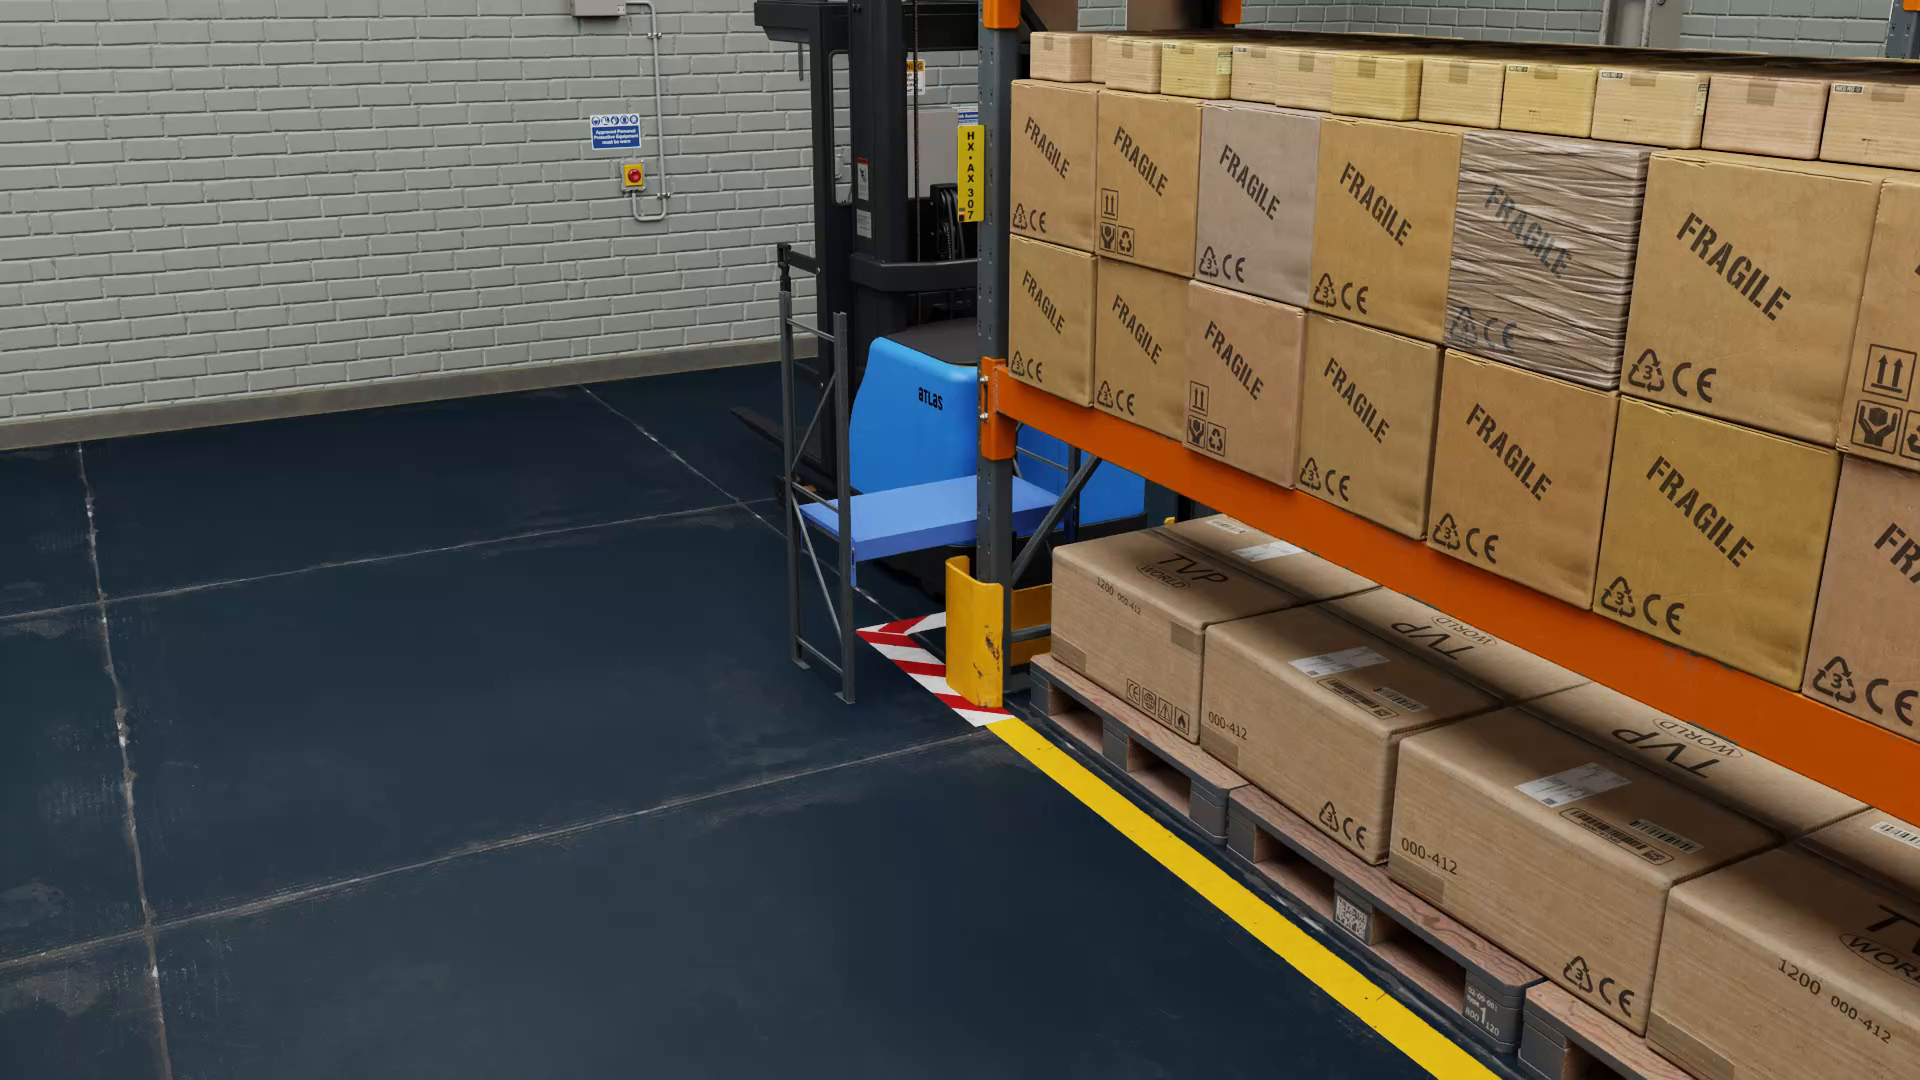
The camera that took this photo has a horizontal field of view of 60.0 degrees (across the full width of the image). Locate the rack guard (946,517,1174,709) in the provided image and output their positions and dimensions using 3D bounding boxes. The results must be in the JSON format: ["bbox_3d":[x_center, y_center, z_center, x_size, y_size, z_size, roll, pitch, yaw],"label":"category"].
[{"bbox_3d":[0.518,0.270,6.583,1.175,0.500,0.348,-10,21,-27],"label":"rack guard"}]

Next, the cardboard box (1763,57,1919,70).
[{"bbox_3d":[2.048,-1.014,3.790,0.380,0.149,0.250,-11,22,-28],"label":"cardboard box"}]

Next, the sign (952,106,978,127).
[{"bbox_3d":[0.085,-2.895,12.067,0.329,0.494,0.001,-10,21,-27],"label":"sign"}]

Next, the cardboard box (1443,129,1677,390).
[{"bbox_3d":[1.478,-0.661,3.762,0.500,0.500,0.500,-10,21,-26],"label":"cardboard box"}]

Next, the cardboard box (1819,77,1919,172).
[{"bbox_3d":[1.863,-0.788,3.136,0.380,0.149,0.250,-10,21,-27],"label":"cardboard box"}]

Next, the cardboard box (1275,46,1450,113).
[{"bbox_3d":[1.057,-1.212,4.365,0.380,0.149,0.250,-10,21,-26],"label":"cardboard box"}]

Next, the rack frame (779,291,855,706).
[{"bbox_3d":[-0.539,-0.153,6.275,0.032,1.500,0.500,-11,22,-29],"label":"rack frame"}]

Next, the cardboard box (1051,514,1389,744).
[{"bbox_3d":[0.931,0.282,6.001,0.875,0.438,0.875,-11,22,-28],"label":"cardboard box"}]

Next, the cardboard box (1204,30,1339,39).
[{"bbox_3d":[1.018,-1.590,5.461,0.380,0.149,0.250,-10,21,-26],"label":"cardboard box"}]

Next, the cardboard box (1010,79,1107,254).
[{"bbox_3d":[0.506,-1.243,5.449,0.500,0.500,0.500,-11,22,-28],"label":"cardboard box"}]

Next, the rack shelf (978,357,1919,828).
[{"bbox_3d":[1.479,0.009,4.609,1.077,0.370,4.000,-10,21,-27],"label":"rack shelf"}]

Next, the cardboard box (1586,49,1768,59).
[{"bbox_3d":[1.800,-1.154,4.197,0.380,0.149,0.250,-10,21,-26],"label":"cardboard box"}]

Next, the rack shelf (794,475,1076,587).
[{"bbox_3d":[-0.102,-0.068,6.579,1.000,0.185,0.538,-11,22,-29],"label":"rack shelf"}]

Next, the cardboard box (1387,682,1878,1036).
[{"bbox_3d":[1.799,0.802,4.492,0.875,0.438,0.875,-11,22,-28],"label":"cardboard box"}]

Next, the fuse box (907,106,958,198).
[{"bbox_3d":[-0.251,-2.194,11.868,0.539,1.711,0.414,-10,21,-27],"label":"fuse box"}]

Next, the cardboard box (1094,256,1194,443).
[{"bbox_3d":[0.769,-0.629,5.203,0.500,0.500,0.500,-10,22,-27],"label":"cardboard box"}]

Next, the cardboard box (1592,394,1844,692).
[{"bbox_3d":[1.734,-0.044,3.508,0.500,0.500,0.500,-11,22,-28],"label":"cardboard box"}]

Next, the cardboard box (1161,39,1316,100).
[{"bbox_3d":[0.805,-1.357,4.786,0.380,0.149,0.250,-11,22,-28],"label":"cardboard box"}]

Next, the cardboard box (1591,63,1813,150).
[{"bbox_3d":[1.576,-0.924,3.530,0.380,0.149,0.250,-10,21,-27],"label":"cardboard box"}]

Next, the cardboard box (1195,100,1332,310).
[{"bbox_3d":[1.009,-0.949,4.597,0.500,0.500,0.500,-10,21,-27],"label":"cardboard box"}]

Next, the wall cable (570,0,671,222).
[{"bbox_3d":[-2.169,-3.015,10.665,0.585,1.953,0.123,-10,21,-27],"label":"wall cable"}]

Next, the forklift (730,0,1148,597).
[{"bbox_3d":[-0.305,-1.563,8.168,1.130,2.935,3.031,-10,22,-28],"label":"forklift"}]

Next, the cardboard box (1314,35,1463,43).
[{"bbox_3d":[1.298,-1.451,5.056,0.380,0.149,0.250,-9,21,-25],"label":"cardboard box"}]

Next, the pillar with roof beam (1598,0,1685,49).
[{"bbox_3d":[0.620,-4.758,8.123,9.100,9.000,0.400,-10,21,-27],"label":"pillar with roof beam"}]

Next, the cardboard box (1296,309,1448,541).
[{"bbox_3d":[1.247,-0.339,4.362,0.500,0.500,0.500,-9,21,-25],"label":"cardboard box"}]

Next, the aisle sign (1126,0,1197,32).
[{"bbox_3d":[0.768,-2.203,5.930,0.394,0.787,0.004,-10,21,-27],"label":"aisle sign"}]

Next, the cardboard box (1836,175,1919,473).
[{"bbox_3d":[1.962,-0.369,2.917,0.500,0.500,0.500,-10,21,-27],"label":"cardboard box"}]

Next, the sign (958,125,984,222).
[{"bbox_3d":[0.038,-1.267,5.757,0.100,0.325,0.005,-10,21,-27],"label":"sign"}]

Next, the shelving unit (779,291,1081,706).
[{"bbox_3d":[-0.102,-0.238,6.520,1.048,1.500,0.538,-11,22,-29],"label":"shelving unit"}]

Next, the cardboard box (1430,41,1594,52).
[{"bbox_3d":[1.530,-1.302,4.625,0.380,0.149,0.250,-9,21,-25],"label":"cardboard box"}]

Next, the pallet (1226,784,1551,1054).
[{"bbox_3d":[1.553,0.980,4.967,1.003,0.211,1.213,-10,21,-27],"label":"pallet"}]

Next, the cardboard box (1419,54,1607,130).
[{"bbox_3d":[1.321,-1.067,3.946,0.380,0.149,0.250,-10,21,-27],"label":"cardboard box"}]

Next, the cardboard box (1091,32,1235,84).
[{"bbox_3d":[0.641,-1.523,5.265,0.380,0.149,0.250,-9,21,-25],"label":"cardboard box"}]

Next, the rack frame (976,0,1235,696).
[{"bbox_3d":[0.529,-0.905,6.155,1.000,3.000,0.127,-10,21,-27],"label":"rack frame"}]
